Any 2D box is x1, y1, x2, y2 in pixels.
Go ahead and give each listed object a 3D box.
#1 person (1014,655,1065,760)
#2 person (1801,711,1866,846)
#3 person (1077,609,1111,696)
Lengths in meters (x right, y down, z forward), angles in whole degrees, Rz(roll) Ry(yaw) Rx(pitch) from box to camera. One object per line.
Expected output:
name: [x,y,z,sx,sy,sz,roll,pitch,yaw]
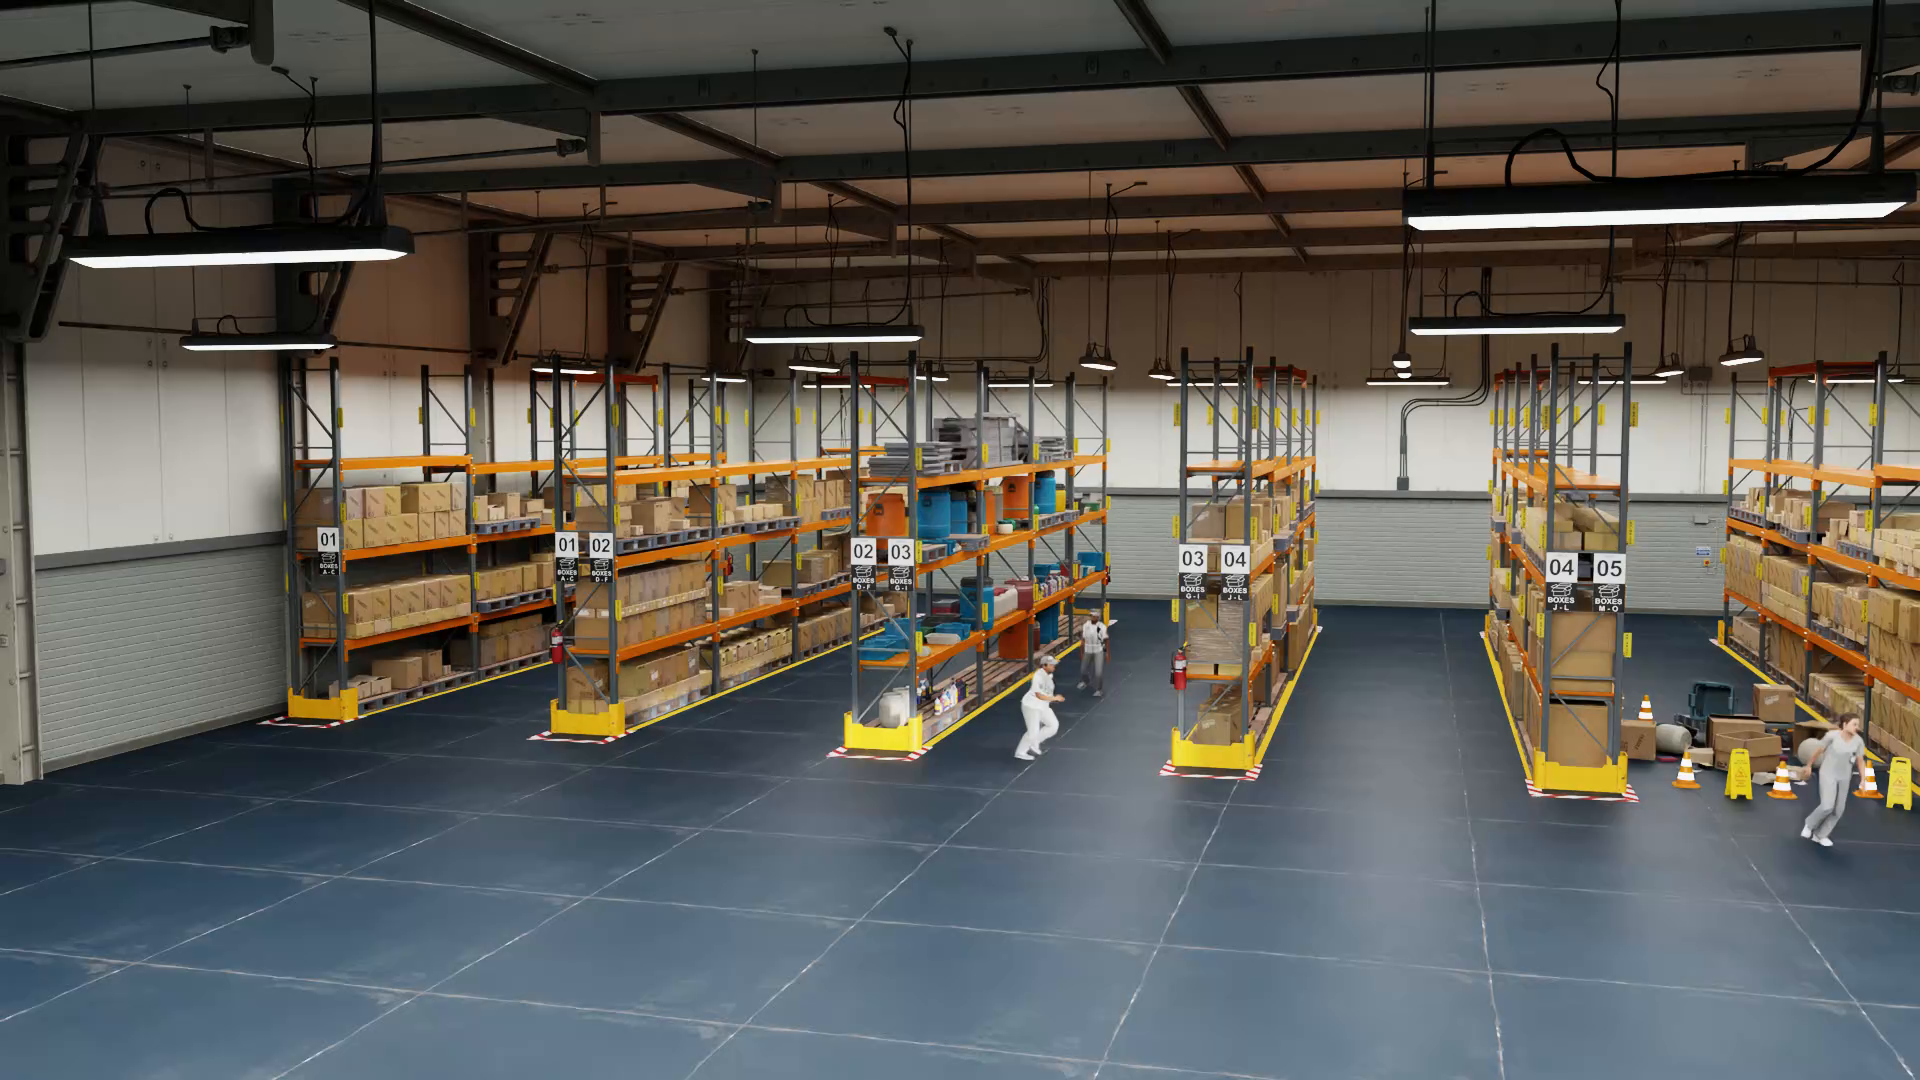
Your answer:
person: [1.176,2.449,24.293,0.801,1.568,0.596,2,5,31]
person: [10.175,2.771,19.363,0.587,1.615,0.554,0,4,-2]
person: [2.419,2.000,29.977,0.724,1.594,0.650,1,4,19]
